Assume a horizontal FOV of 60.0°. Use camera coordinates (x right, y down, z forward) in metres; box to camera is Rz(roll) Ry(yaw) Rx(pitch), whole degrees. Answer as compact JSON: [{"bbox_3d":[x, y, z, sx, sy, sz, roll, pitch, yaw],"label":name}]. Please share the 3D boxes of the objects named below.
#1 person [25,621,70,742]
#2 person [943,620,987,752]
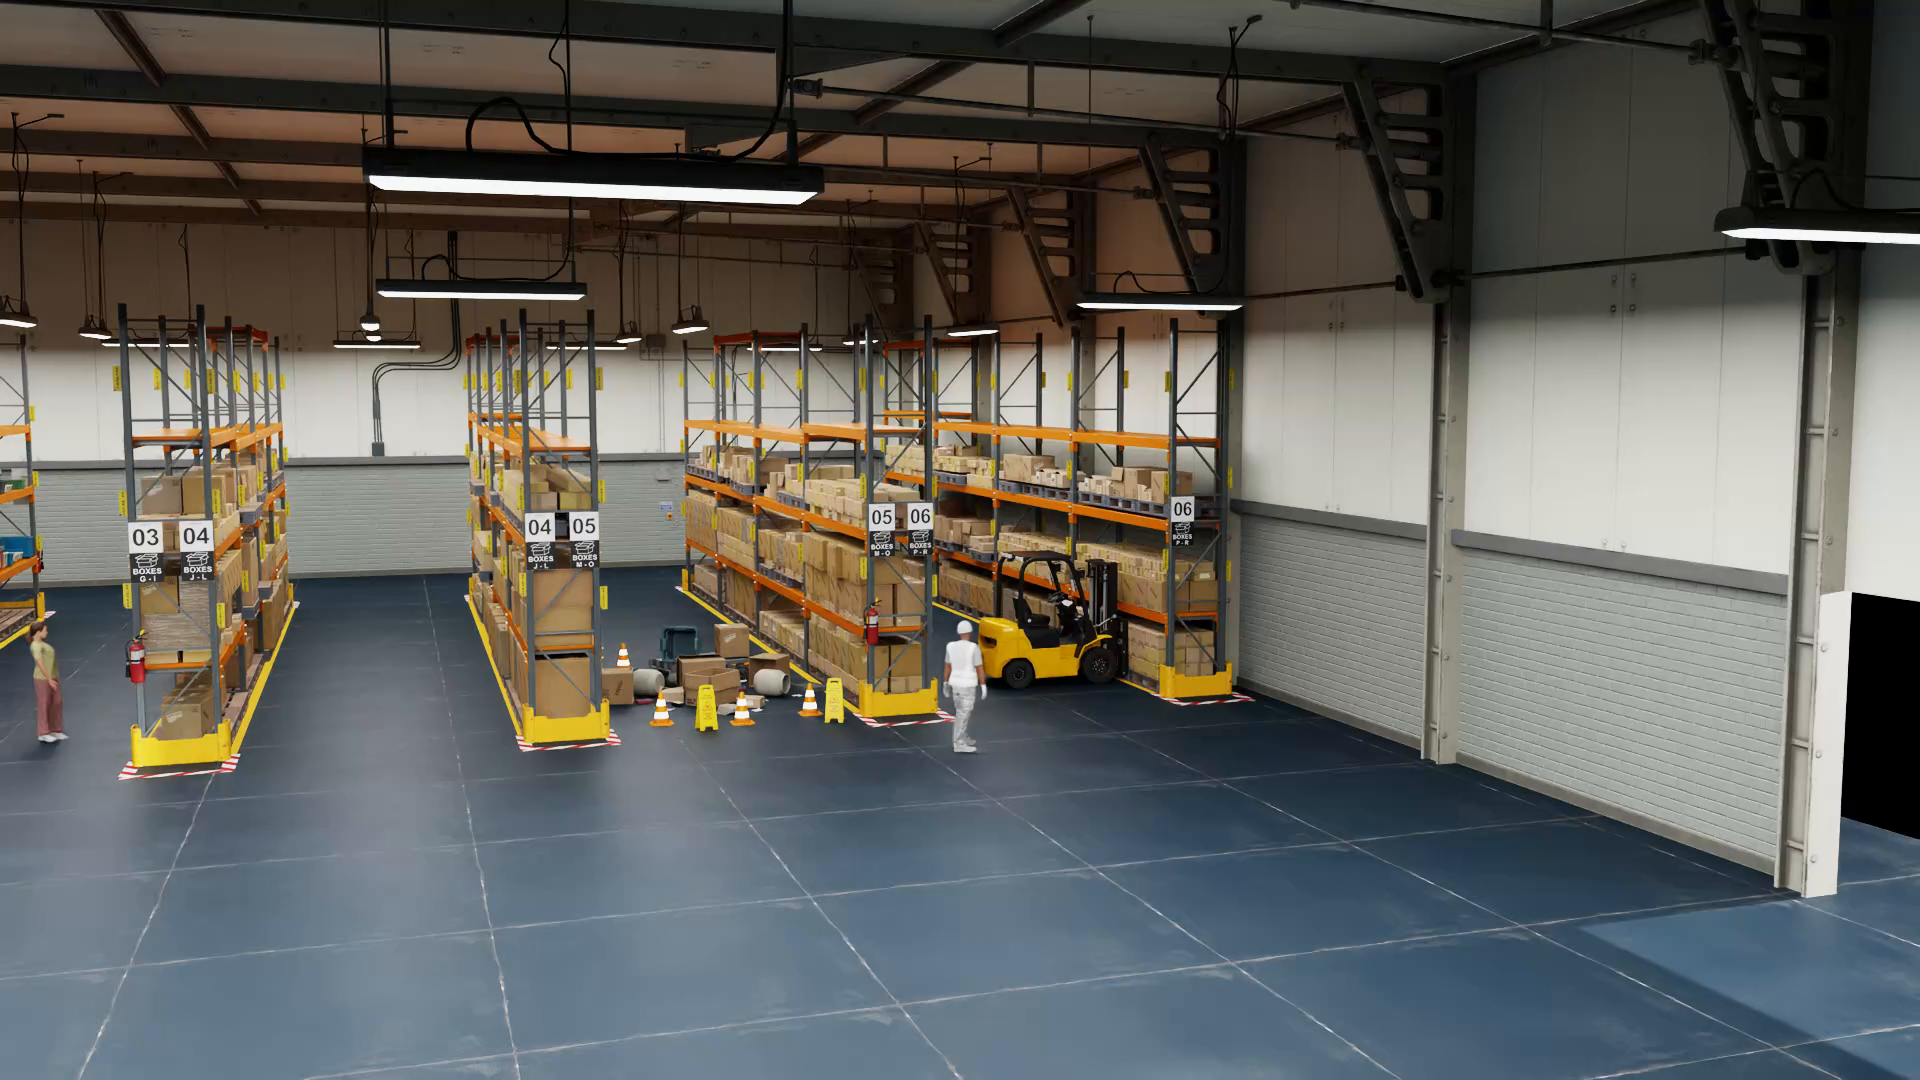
[{"bbox_3d":[-12.740,1.988,23.189,0.468,1.712,0.467,0,5,1],"label":"person"},{"bbox_3d":[0.132,1.973,22.596,0.587,1.778,0.578,-4,7,-39],"label":"person"}]
